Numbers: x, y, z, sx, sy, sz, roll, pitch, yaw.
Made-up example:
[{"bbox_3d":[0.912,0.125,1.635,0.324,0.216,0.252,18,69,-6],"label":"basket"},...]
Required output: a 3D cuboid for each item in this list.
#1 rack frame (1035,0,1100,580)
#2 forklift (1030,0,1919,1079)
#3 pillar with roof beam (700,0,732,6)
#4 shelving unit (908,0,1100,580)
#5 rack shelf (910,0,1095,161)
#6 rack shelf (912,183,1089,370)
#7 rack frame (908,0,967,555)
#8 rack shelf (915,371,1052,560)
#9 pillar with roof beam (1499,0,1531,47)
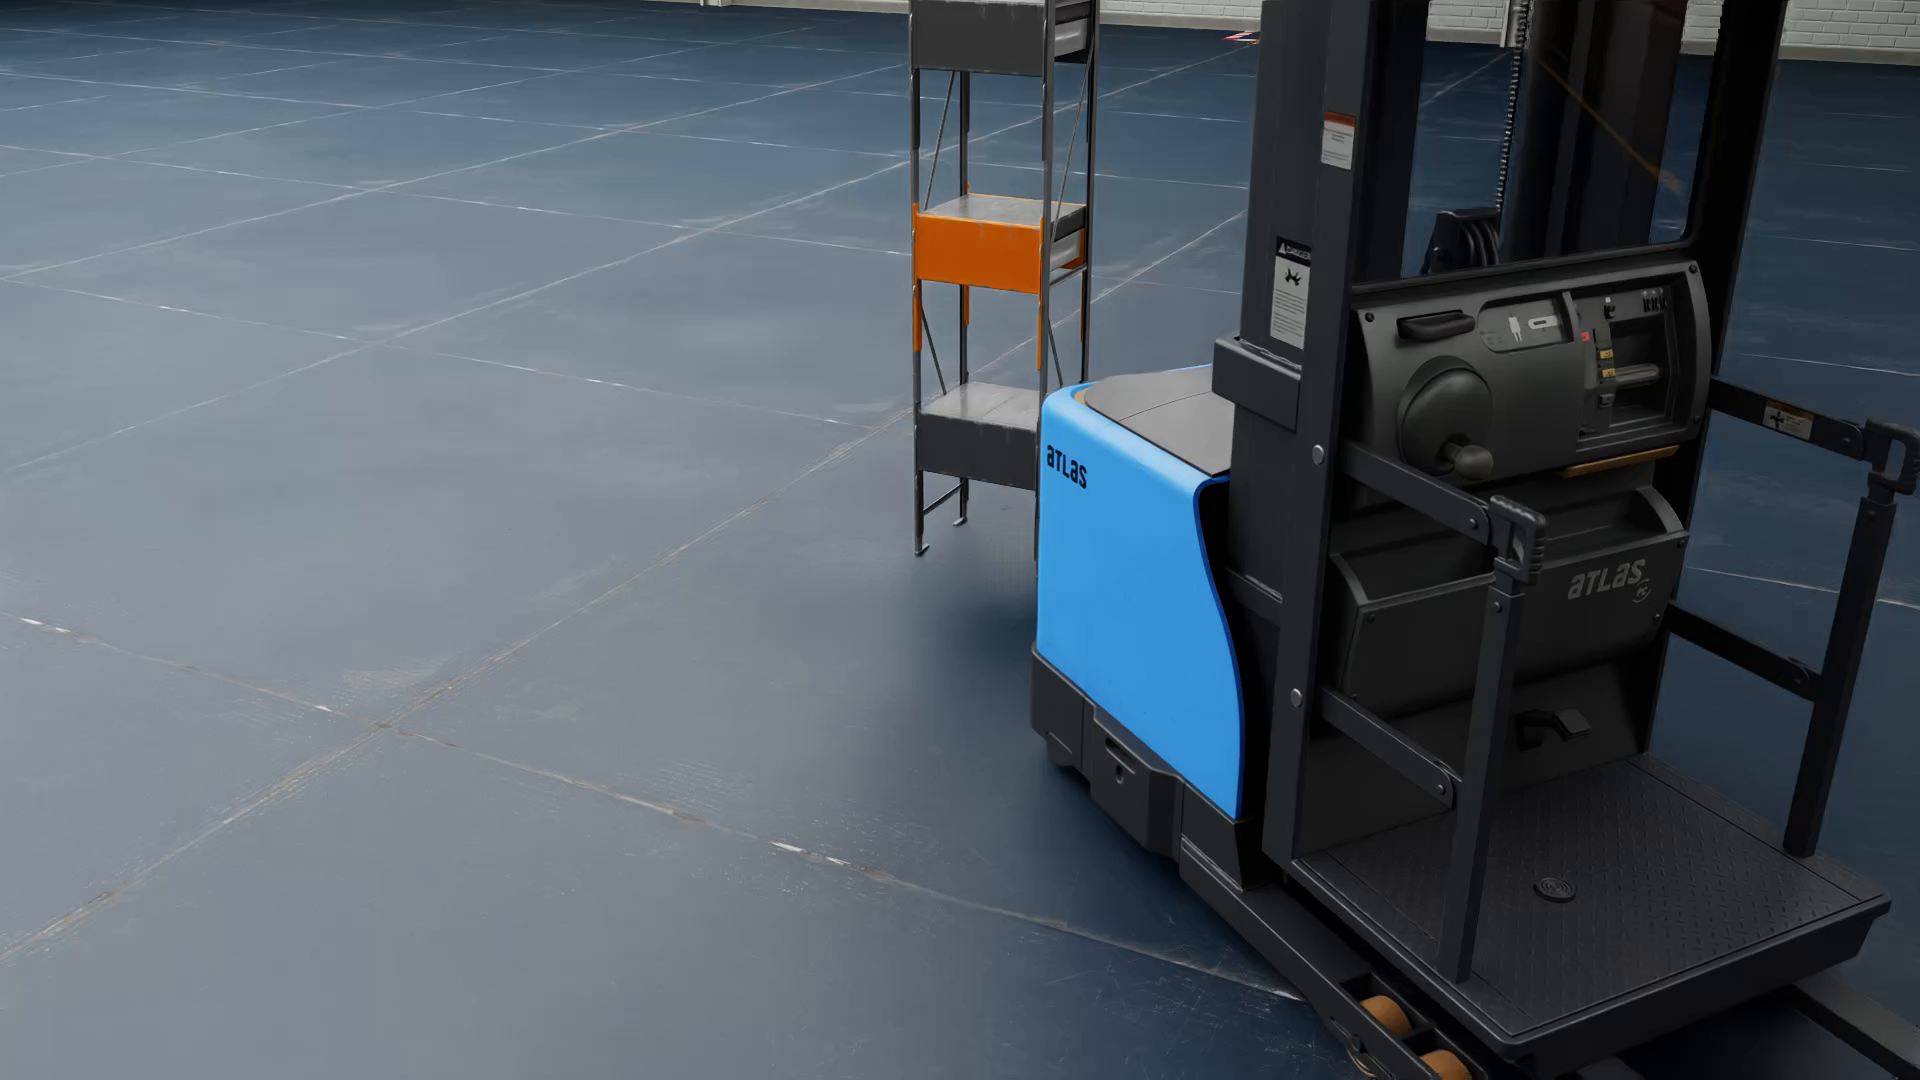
[{"bbox_3d":[0.365,-0.894,5.669,0.015,2.100,0.400,11,25,25],"label":"rack frame"},{"bbox_3d":[1.304,-0.333,3.287,1.130,2.935,3.031,-11,25,-24],"label":"forklift"},{"bbox_3d":[-5.704,-10.902,20.387,0.400,9.000,9.100,11,25,25],"label":"pillar with roof beam"},{"bbox_3d":[0.148,-0.937,5.770,0.503,2.100,0.431,11,25,25],"label":"shelving unit"},{"bbox_3d":[0.148,-1.569,5.502,0.480,0.518,0.431,11,25,25],"label":"rack shelf"},{"bbox_3d":[0.148,-0.924,5.776,0.480,0.518,0.431,11,25,25],"label":"rack shelf"},{"bbox_3d":[-0.070,-0.980,5.872,0.015,2.100,0.400,11,25,25],"label":"rack frame"},{"bbox_3d":[0.148,-0.280,6.050,0.480,0.518,0.431,11,25,25],"label":"rack shelf"},{"bbox_3d":[5.005,-8.783,15.405,0.400,9.000,9.100,11,25,25],"label":"pillar with roof beam"}]
